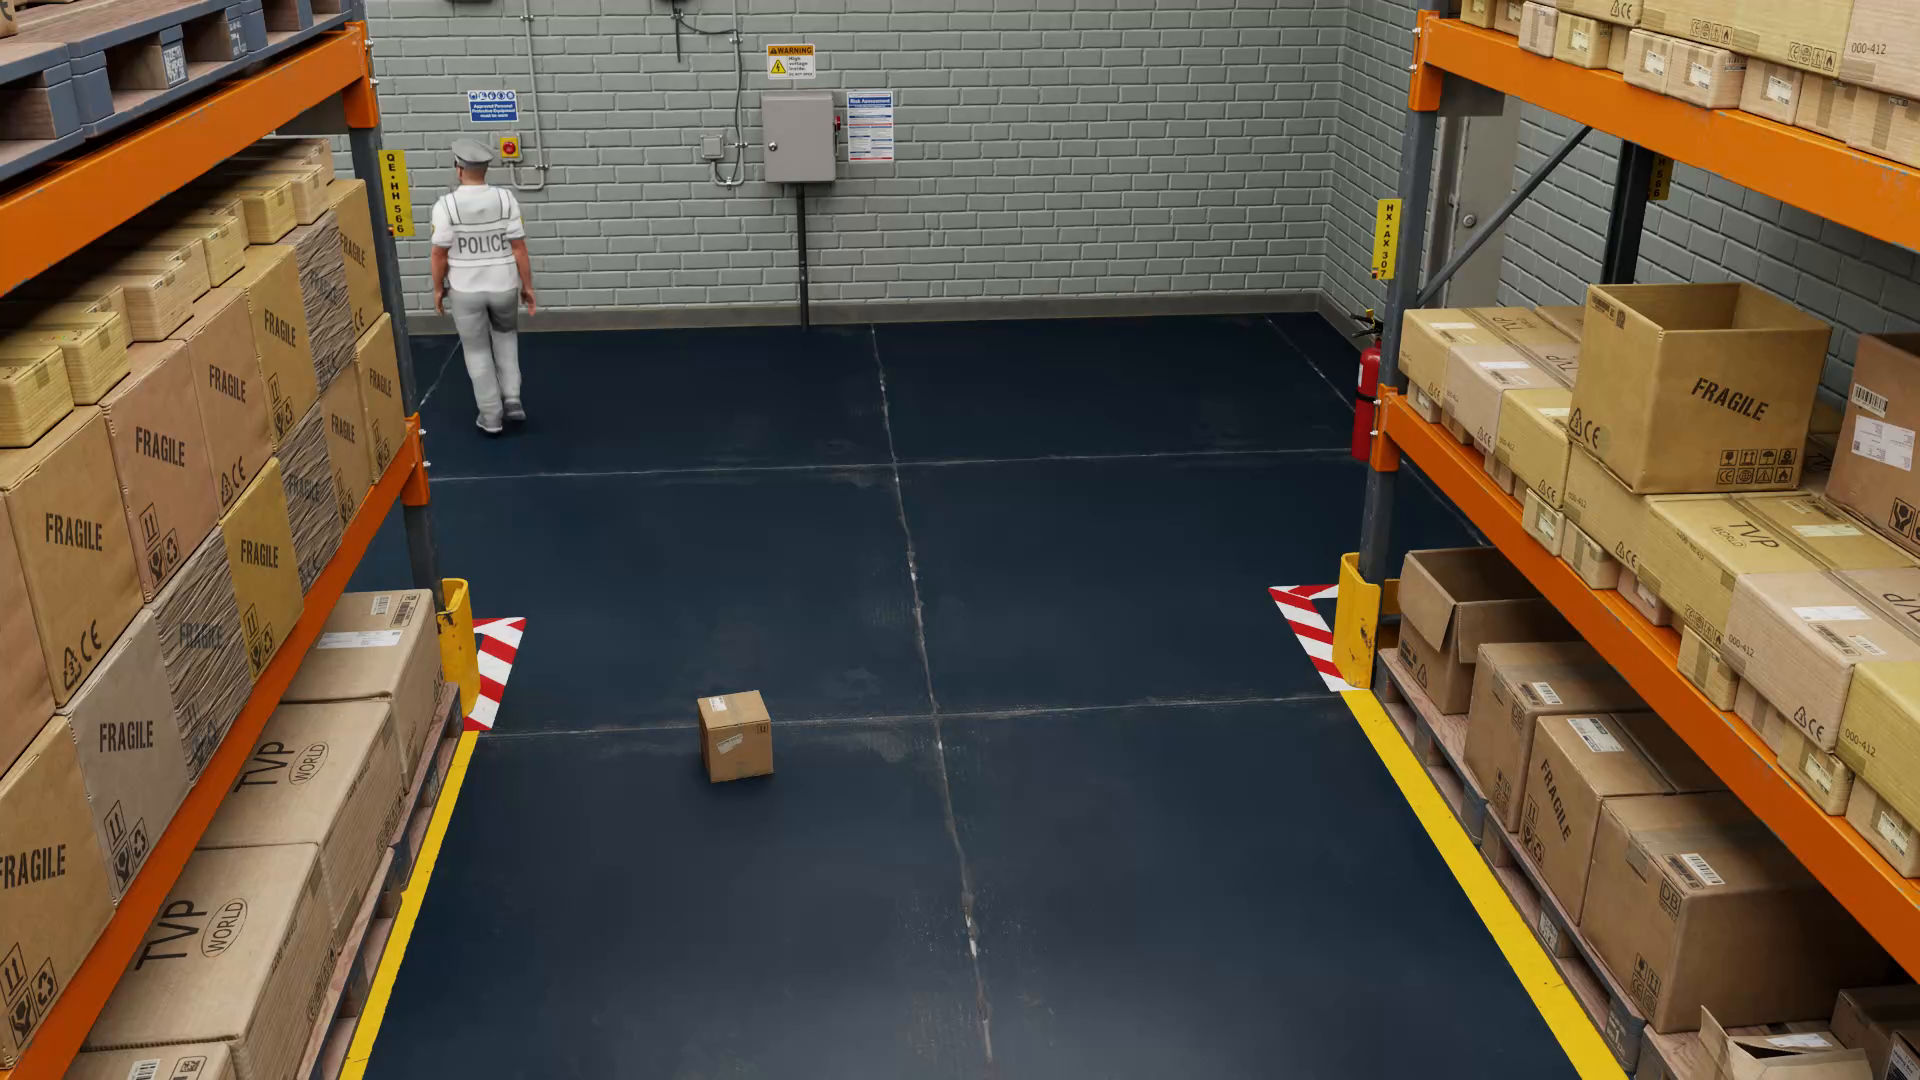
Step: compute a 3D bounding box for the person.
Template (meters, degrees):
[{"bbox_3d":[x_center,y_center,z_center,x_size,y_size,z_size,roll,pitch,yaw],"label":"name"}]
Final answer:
[{"bbox_3d":[-2.894,-1.512,10.055,0.573,1.832,0.492,-13,27,-28],"label":"person"}]
